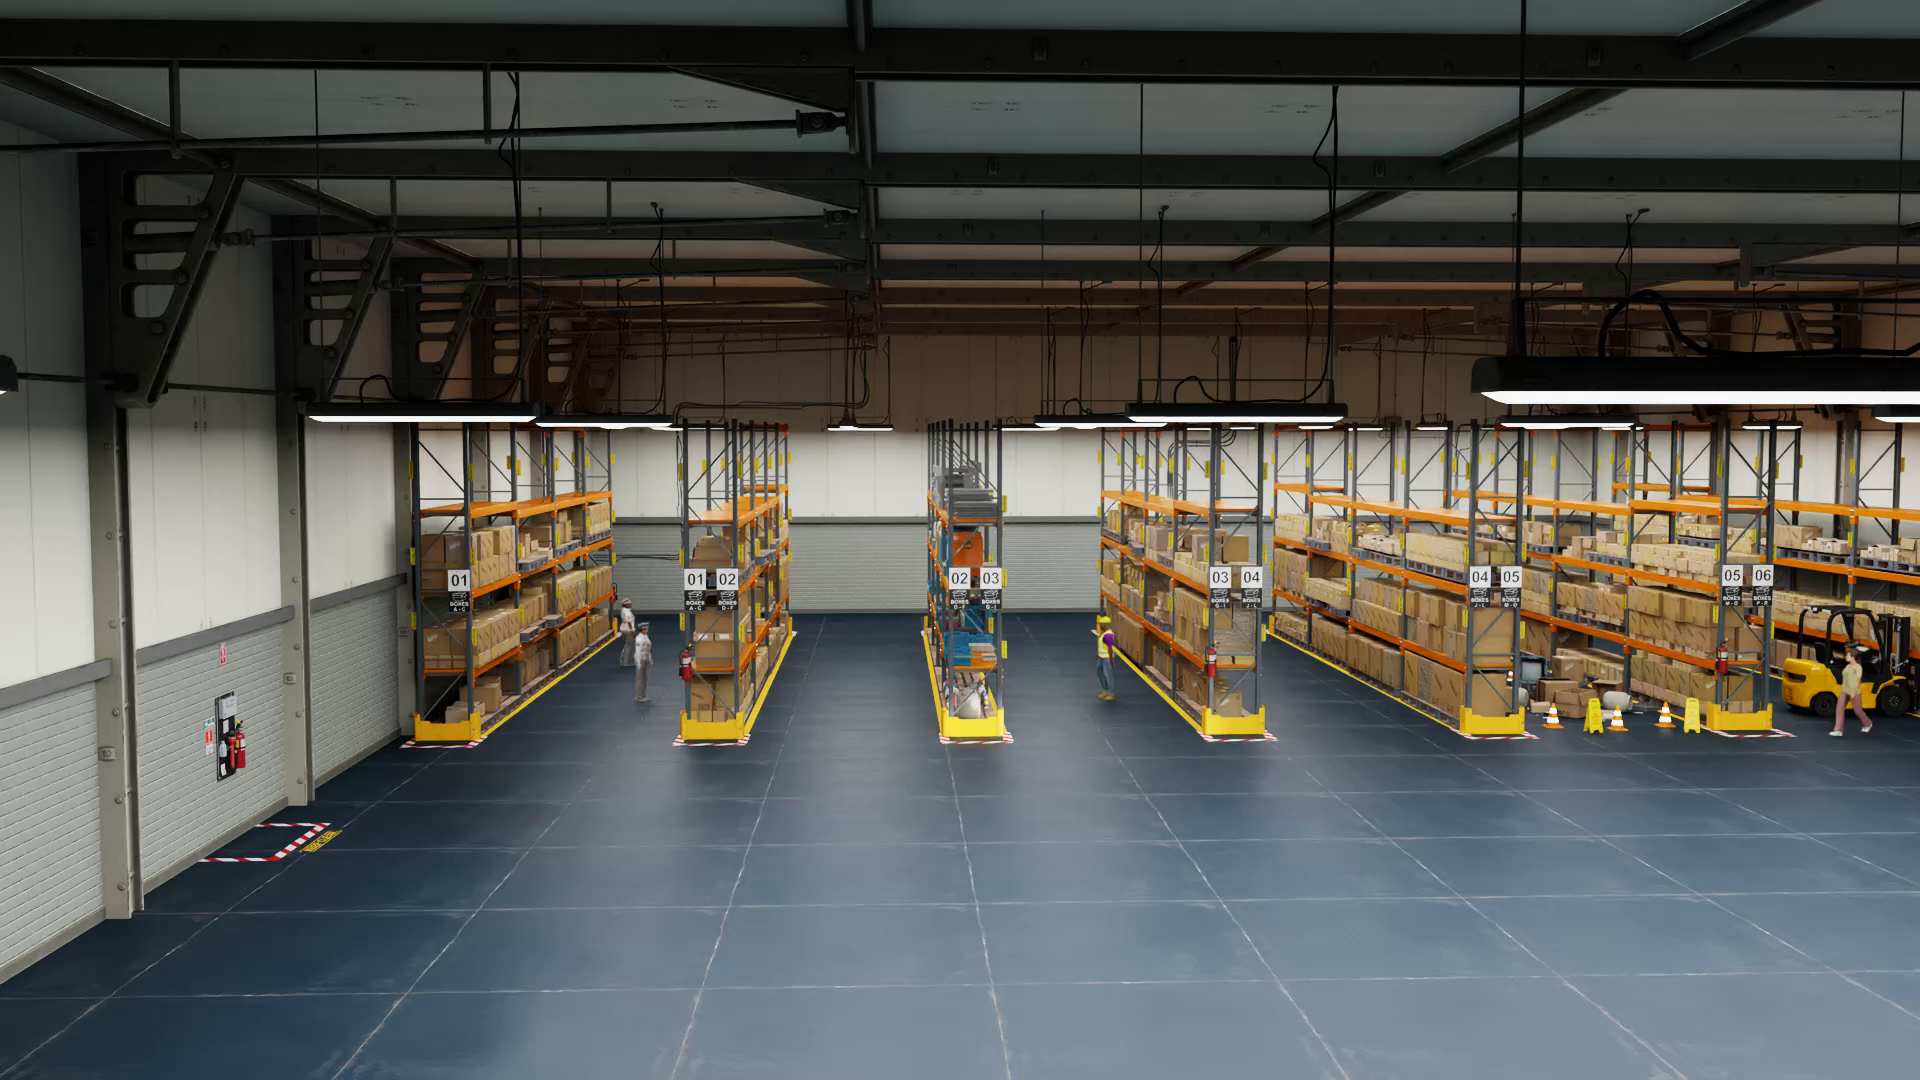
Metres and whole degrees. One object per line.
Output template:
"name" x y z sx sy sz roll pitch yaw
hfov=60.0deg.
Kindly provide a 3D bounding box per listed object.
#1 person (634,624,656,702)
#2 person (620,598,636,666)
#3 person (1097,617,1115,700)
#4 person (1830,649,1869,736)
"person" -6.765 2.620 35.605 0.419 1.688 0.542 1 4 15
"person" -8.118 2.271 40.832 0.444 1.727 0.479 -3 5 -37
"person" 3.120 2.551 35.780 0.358 1.803 0.663 -1 4 -12
"person" 16.851 2.883 31.401 0.899 1.645 0.434 -2 4 -31
